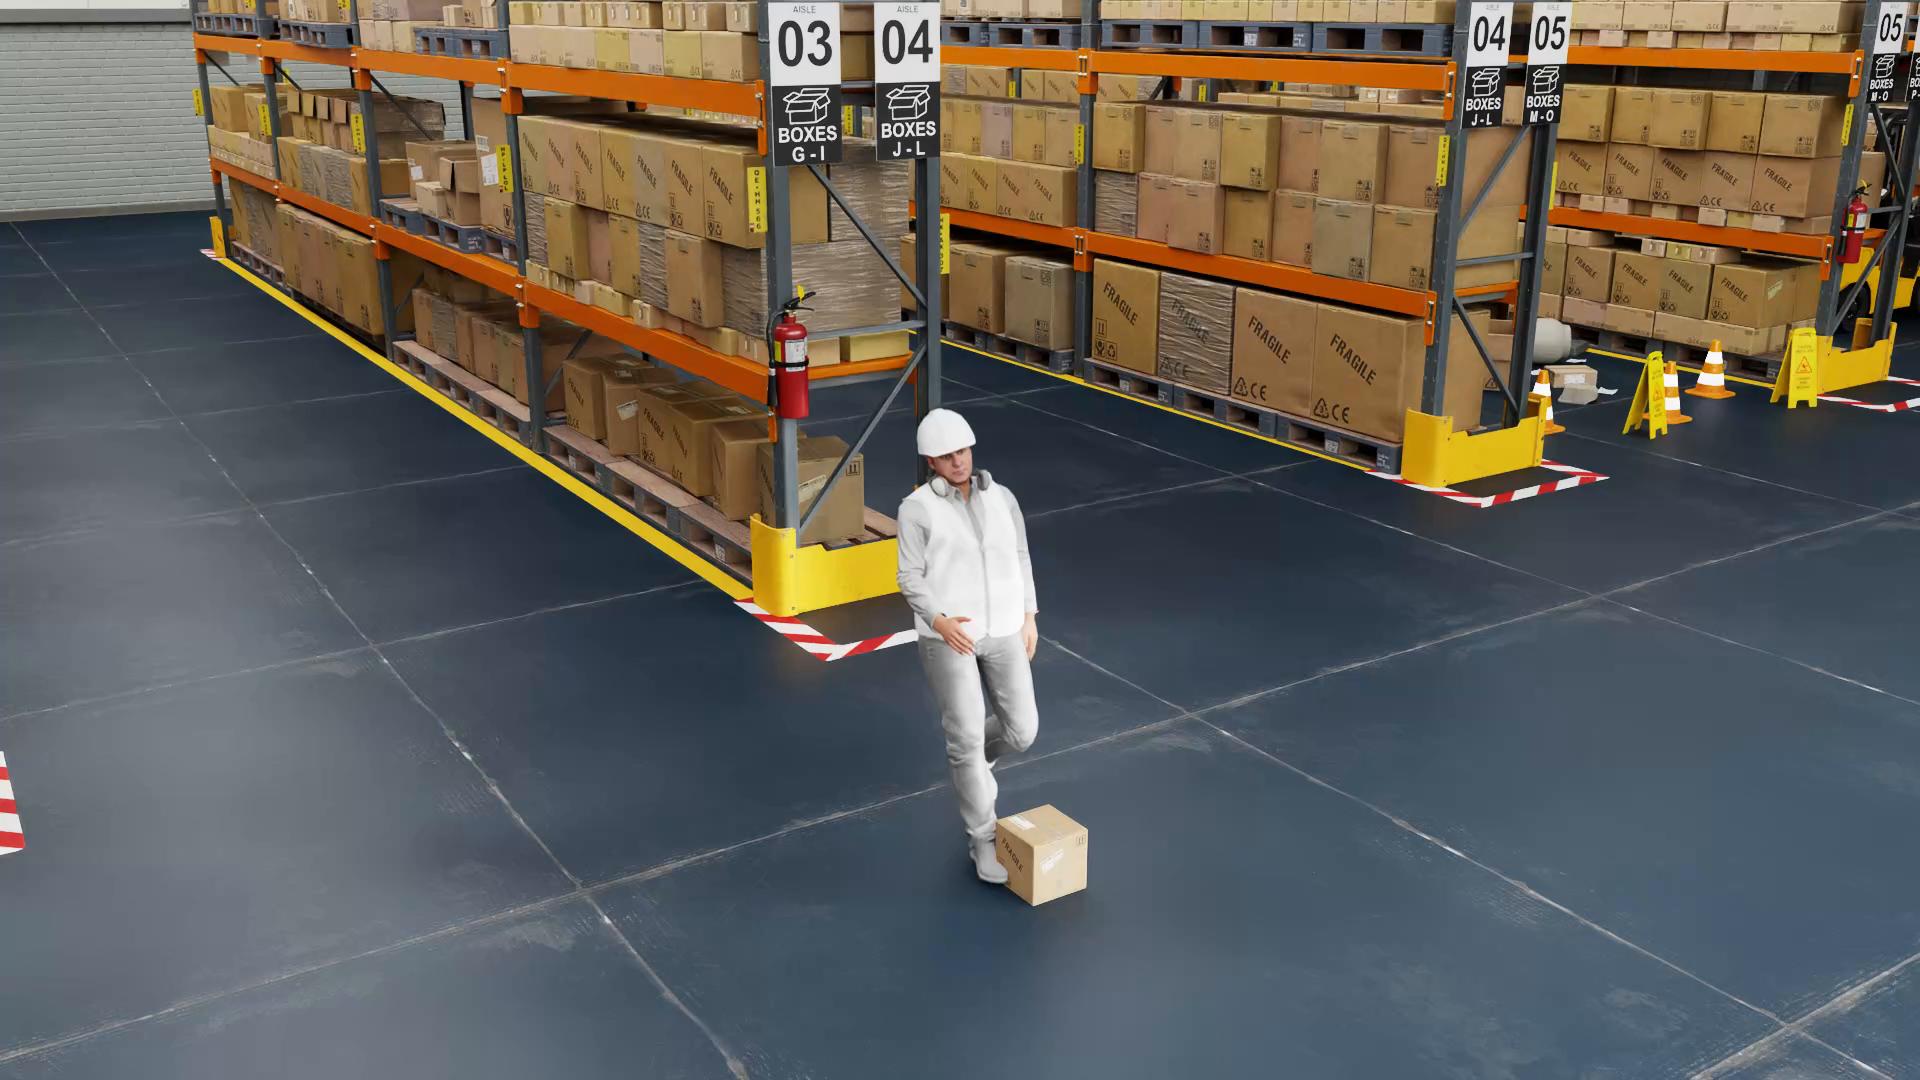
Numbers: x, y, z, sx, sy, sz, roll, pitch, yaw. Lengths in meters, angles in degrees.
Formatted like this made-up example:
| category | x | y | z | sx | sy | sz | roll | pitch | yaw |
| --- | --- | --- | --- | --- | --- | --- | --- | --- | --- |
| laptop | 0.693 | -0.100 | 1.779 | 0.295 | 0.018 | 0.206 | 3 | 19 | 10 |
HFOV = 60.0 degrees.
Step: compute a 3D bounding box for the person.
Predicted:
| category | x | y | z | sx | sy | sz | roll | pitch | yaw |
| --- | --- | --- | --- | --- | --- | --- | --- | --- | --- |
| person | 0.077 | 0.376 | 6.393 | 0.611 | 1.716 | 0.808 | -8 | 20 | -23 |
